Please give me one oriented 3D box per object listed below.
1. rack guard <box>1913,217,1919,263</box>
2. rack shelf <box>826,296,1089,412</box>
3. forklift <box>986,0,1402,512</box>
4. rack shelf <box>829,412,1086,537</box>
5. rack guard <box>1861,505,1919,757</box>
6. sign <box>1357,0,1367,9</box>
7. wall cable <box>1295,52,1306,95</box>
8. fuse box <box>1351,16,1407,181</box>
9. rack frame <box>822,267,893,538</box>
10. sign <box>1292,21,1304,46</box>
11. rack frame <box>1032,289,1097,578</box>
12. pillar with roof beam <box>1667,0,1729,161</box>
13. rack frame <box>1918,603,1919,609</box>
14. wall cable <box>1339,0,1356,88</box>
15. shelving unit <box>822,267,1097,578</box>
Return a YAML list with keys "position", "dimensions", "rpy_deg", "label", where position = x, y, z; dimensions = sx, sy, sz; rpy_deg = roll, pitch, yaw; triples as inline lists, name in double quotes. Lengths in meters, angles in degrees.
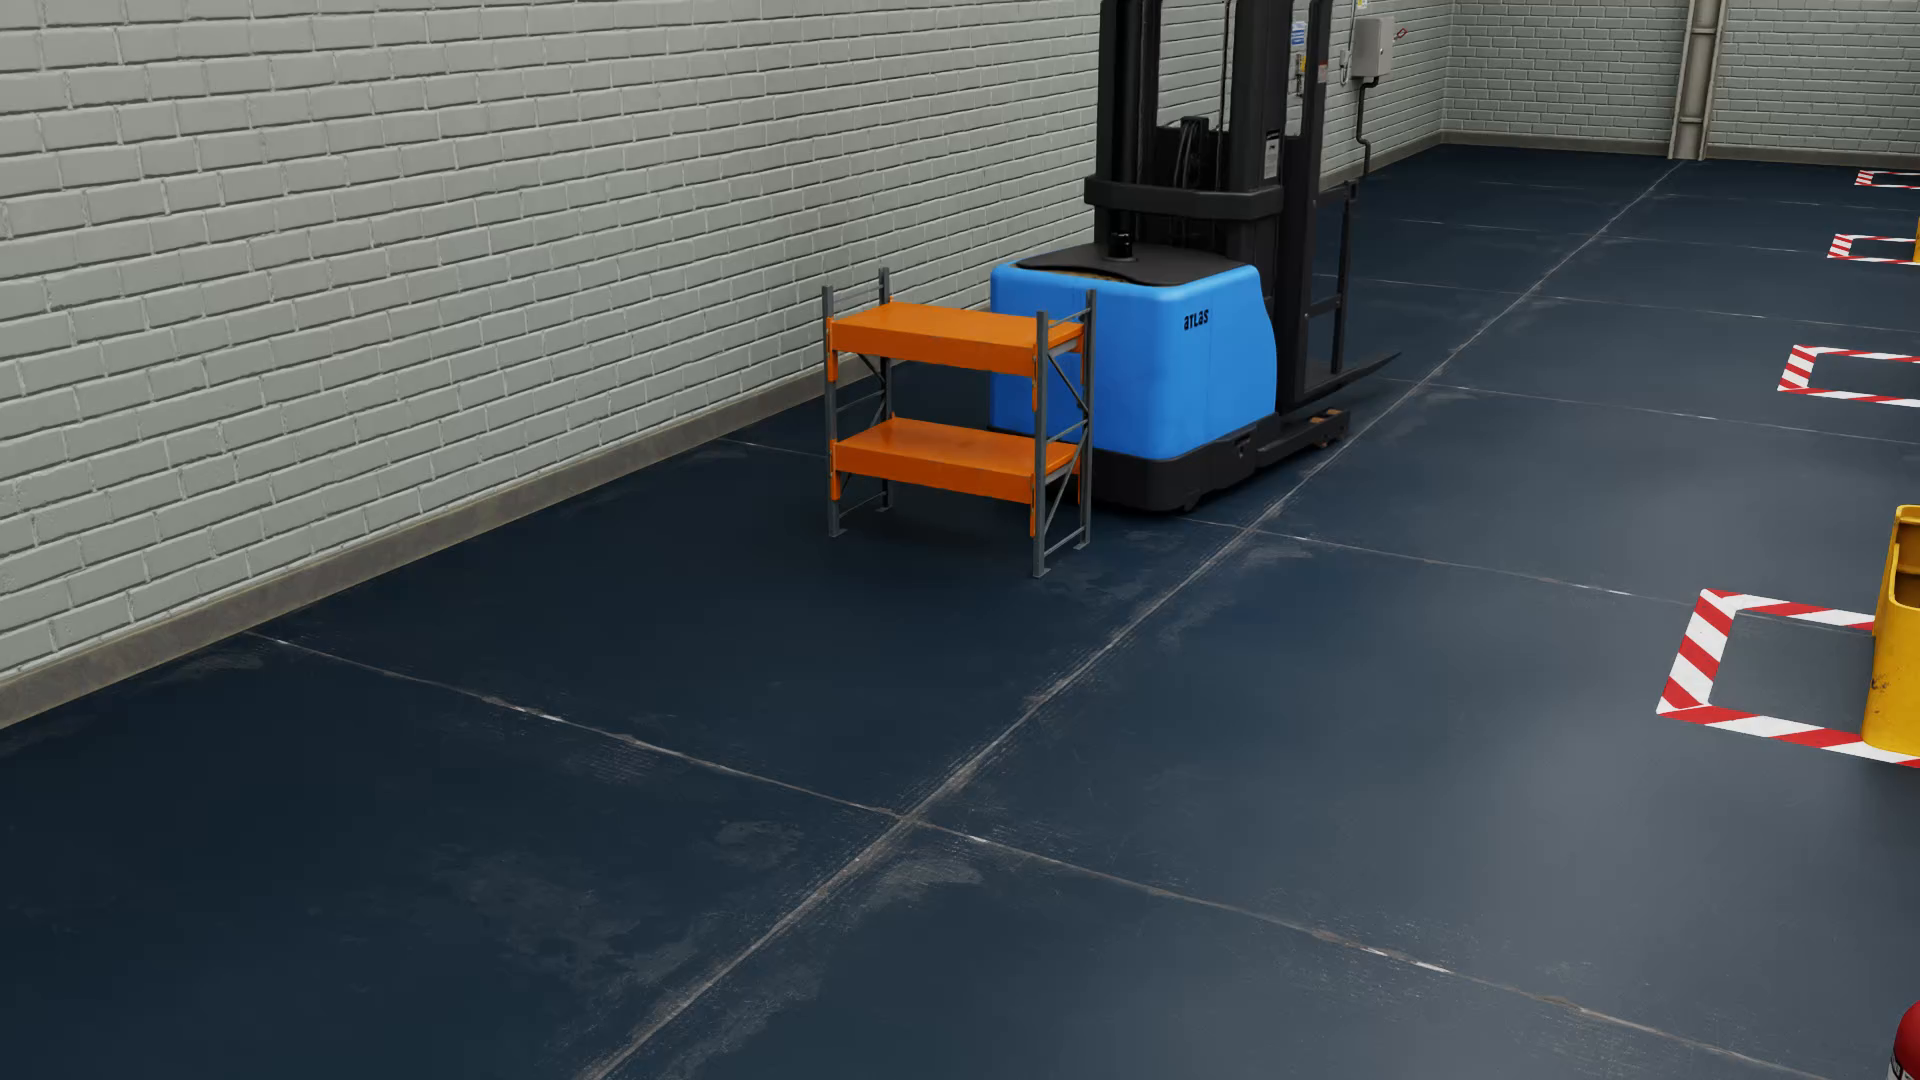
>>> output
- position: [8.243, -2.652, 13.944]
  dimensions: [0.348, 0.500, 1.175]
  rpy_deg: [11, 23, 27]
  label: "rack guard"
- position: [-0.006, -0.805, 7.077]
  dimensions: [1.000, 0.278, 0.538]
  rpy_deg: [11, 23, 27]
  label: "rack shelf"
- position: [1.418, -1.943, 8.423]
  dimensions: [1.130, 2.935, 3.031]
  rpy_deg: [15, 25, 35]
  label: "forklift"
- position: [-0.006, -0.300, 7.260]
  dimensions: [1.000, 0.278, 0.538]
  rpy_deg: [11, 23, 27]
  label: "rack shelf"
- position: [3.410, 0.298, 5.811]
  dimensions: [0.348, 0.500, 1.175]
  rpy_deg: [11, 23, 27]
  label: "rack guard"
- position: [4.274, -5.761, 17.638]
  dimensions: [0.001, 0.242, 0.339]
  rpy_deg: [11, 23, 27]
  label: "sign"
- position: [3.330, -5.246, 15.894]
  dimensions: [0.123, 1.953, 0.585]
  rpy_deg: [11, 23, 27]
  label: "wall cable"
- position: [4.482, -4.750, 17.949]
  dimensions: [0.414, 1.711, 0.539]
  rpy_deg: [11, 23, 27]
  label: "fuse box"
- position: [-0.450, -0.614, 7.409]
  dimensions: [0.032, 1.125, 0.500]
  rpy_deg: [11, 23, 27]
  label: "rack frame"
- position: [3.253, -4.877, 16.015]
  dimensions: [0.001, 0.218, 0.327]
  rpy_deg: [11, 23, 27]
  label: "sign"
- position: [0.438, -0.445, 6.943]
  dimensions: [0.032, 1.125, 0.500]
  rpy_deg: [11, 23, 27]
  label: "rack frame"
- position: [6.668, -7.557, 15.002]
  dimensions: [0.400, 9.000, 9.100]
  rpy_deg: [11, 23, 27]
  label: "pillar with roof beam"
- position: [3.431, -0.873, 5.373]
  dimensions: [0.127, 3.000, 1.000]
  rpy_deg: [11, 23, 27]
  label: "rack frame"
- position: [4.011, -5.656, 17.069]
  dimensions: [0.122, 1.984, 0.588]
  rpy_deg: [11, 23, 27]
  label: "wall cable"
- position: [-0.006, -0.530, 7.176]
  dimensions: [1.048, 1.125, 0.538]
  rpy_deg: [11, 23, 27]
  label: "shelving unit"
